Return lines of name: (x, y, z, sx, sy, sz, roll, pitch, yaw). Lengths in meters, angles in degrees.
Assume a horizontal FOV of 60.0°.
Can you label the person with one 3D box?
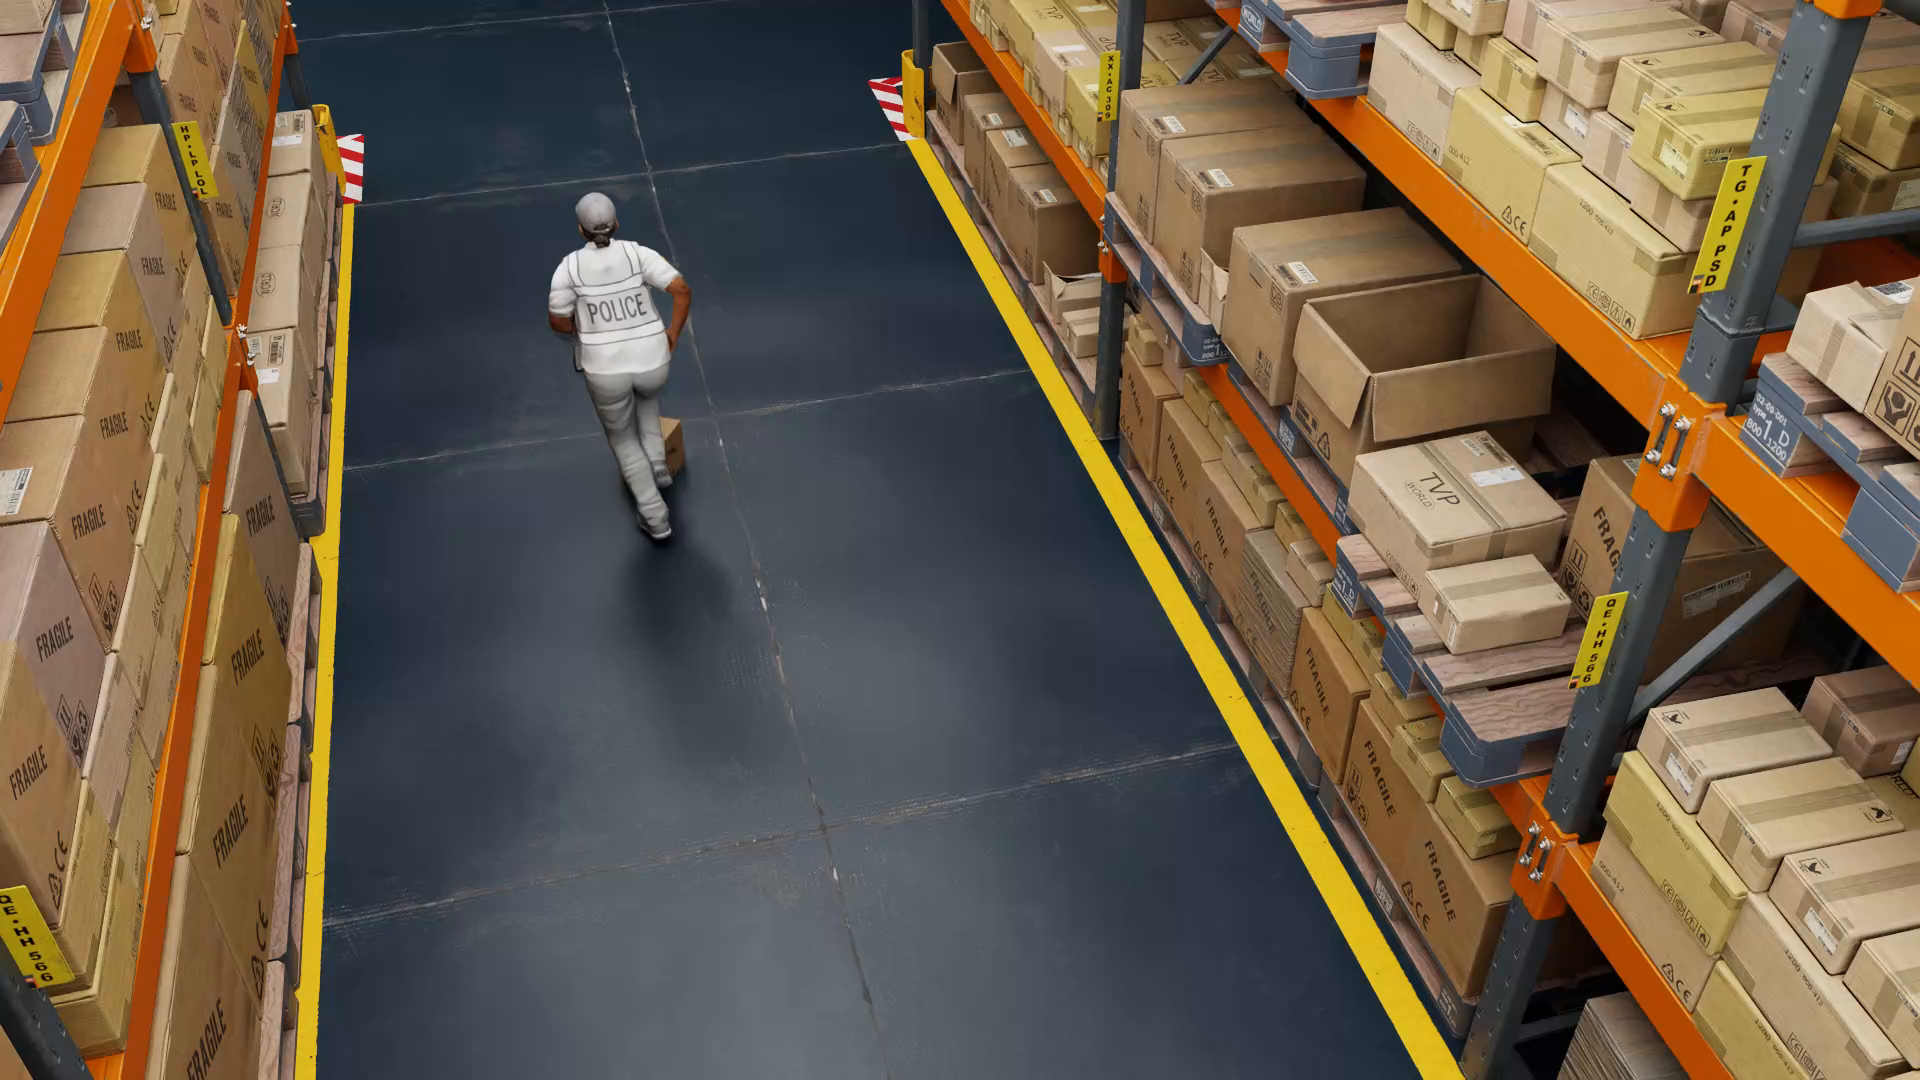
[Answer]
person: (-1.547, -0.820, 7.792, 0.622, 1.576, 0.765, -17, 41, -20)
